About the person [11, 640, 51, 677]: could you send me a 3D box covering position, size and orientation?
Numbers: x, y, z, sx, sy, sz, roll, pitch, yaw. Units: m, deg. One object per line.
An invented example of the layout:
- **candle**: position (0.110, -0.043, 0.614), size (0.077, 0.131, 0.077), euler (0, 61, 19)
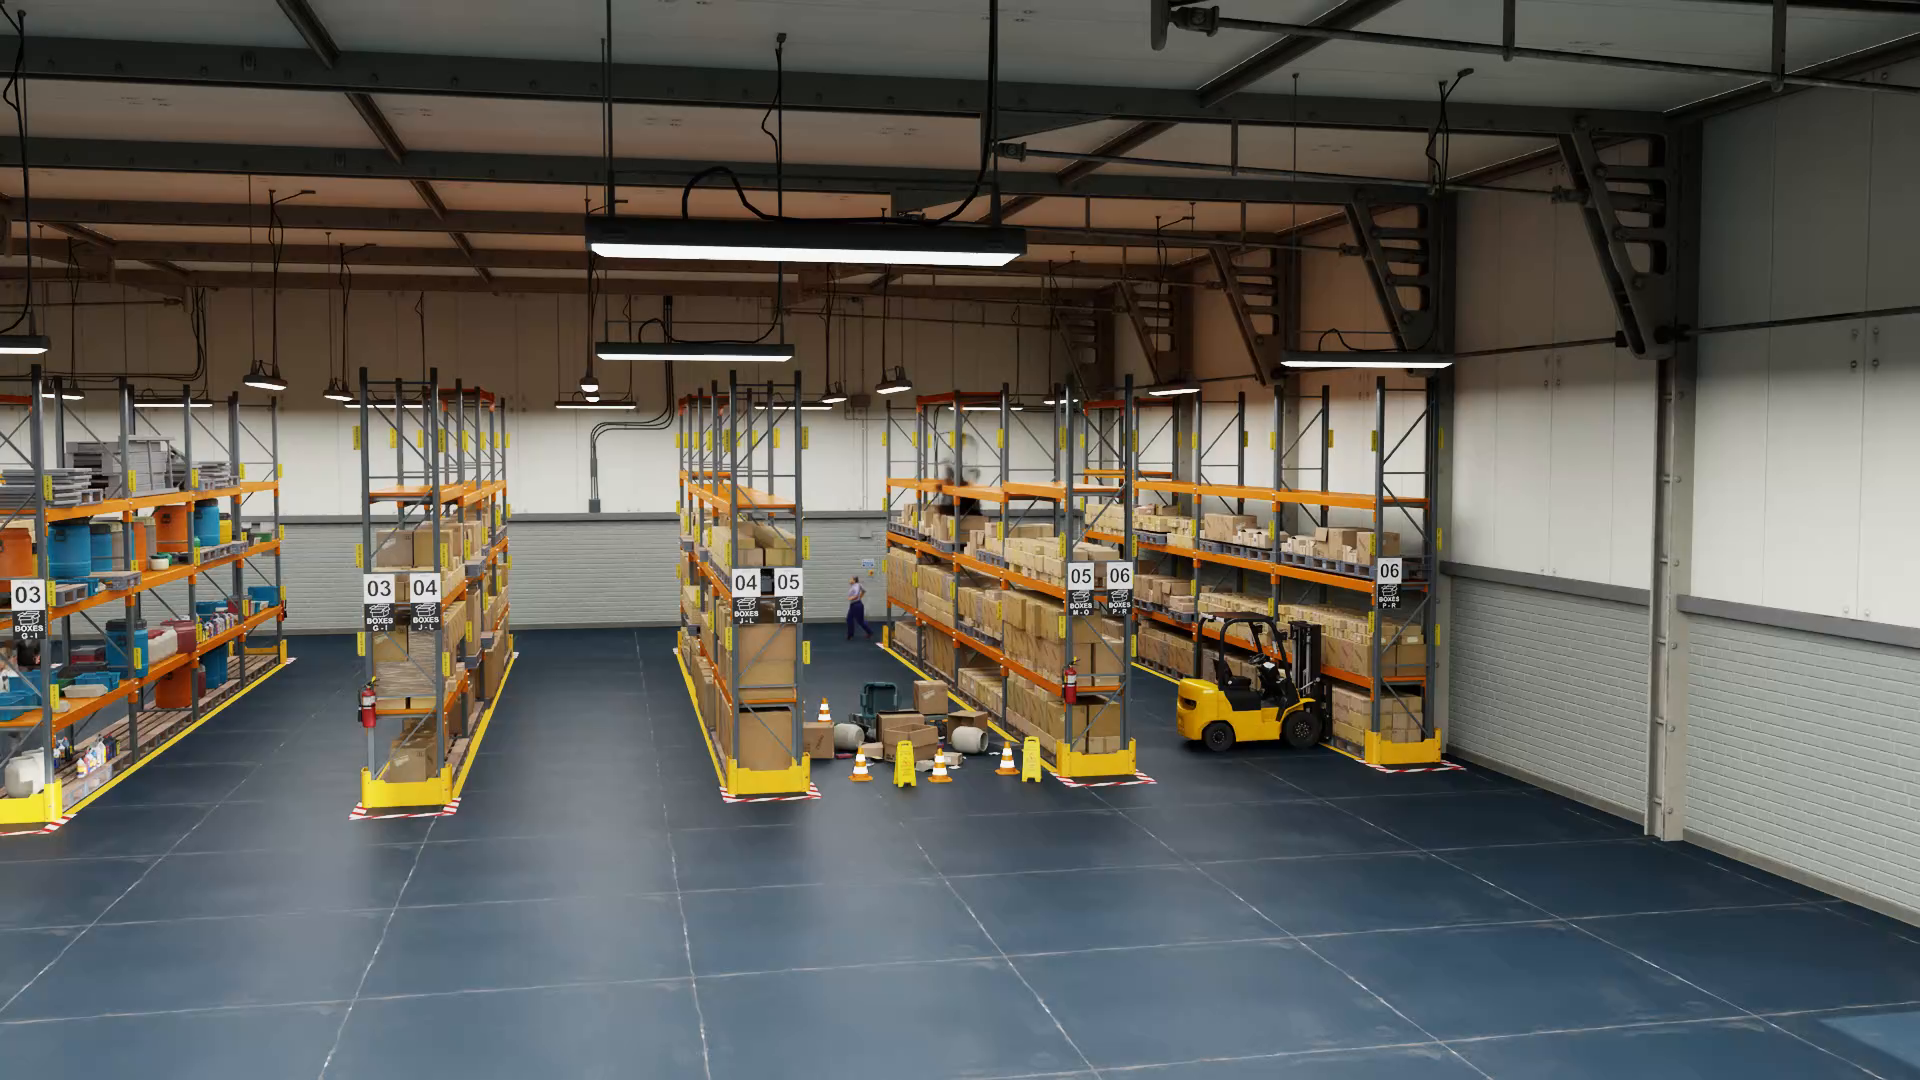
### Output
- **person**: position (-17.223, 2.331, 30.812), size (0.660, 1.674, 0.626), euler (-1, 4, -17)

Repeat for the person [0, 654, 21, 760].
- **person**: position (-15.058, 2.619, 26.143), size (0.618, 1.696, 0.842), euler (-1, 3, -9)

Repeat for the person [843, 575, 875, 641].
- **person**: position (-2.515, 1.723, 41.549), size (0.786, 1.672, 0.617), euler (0, 3, -8)
